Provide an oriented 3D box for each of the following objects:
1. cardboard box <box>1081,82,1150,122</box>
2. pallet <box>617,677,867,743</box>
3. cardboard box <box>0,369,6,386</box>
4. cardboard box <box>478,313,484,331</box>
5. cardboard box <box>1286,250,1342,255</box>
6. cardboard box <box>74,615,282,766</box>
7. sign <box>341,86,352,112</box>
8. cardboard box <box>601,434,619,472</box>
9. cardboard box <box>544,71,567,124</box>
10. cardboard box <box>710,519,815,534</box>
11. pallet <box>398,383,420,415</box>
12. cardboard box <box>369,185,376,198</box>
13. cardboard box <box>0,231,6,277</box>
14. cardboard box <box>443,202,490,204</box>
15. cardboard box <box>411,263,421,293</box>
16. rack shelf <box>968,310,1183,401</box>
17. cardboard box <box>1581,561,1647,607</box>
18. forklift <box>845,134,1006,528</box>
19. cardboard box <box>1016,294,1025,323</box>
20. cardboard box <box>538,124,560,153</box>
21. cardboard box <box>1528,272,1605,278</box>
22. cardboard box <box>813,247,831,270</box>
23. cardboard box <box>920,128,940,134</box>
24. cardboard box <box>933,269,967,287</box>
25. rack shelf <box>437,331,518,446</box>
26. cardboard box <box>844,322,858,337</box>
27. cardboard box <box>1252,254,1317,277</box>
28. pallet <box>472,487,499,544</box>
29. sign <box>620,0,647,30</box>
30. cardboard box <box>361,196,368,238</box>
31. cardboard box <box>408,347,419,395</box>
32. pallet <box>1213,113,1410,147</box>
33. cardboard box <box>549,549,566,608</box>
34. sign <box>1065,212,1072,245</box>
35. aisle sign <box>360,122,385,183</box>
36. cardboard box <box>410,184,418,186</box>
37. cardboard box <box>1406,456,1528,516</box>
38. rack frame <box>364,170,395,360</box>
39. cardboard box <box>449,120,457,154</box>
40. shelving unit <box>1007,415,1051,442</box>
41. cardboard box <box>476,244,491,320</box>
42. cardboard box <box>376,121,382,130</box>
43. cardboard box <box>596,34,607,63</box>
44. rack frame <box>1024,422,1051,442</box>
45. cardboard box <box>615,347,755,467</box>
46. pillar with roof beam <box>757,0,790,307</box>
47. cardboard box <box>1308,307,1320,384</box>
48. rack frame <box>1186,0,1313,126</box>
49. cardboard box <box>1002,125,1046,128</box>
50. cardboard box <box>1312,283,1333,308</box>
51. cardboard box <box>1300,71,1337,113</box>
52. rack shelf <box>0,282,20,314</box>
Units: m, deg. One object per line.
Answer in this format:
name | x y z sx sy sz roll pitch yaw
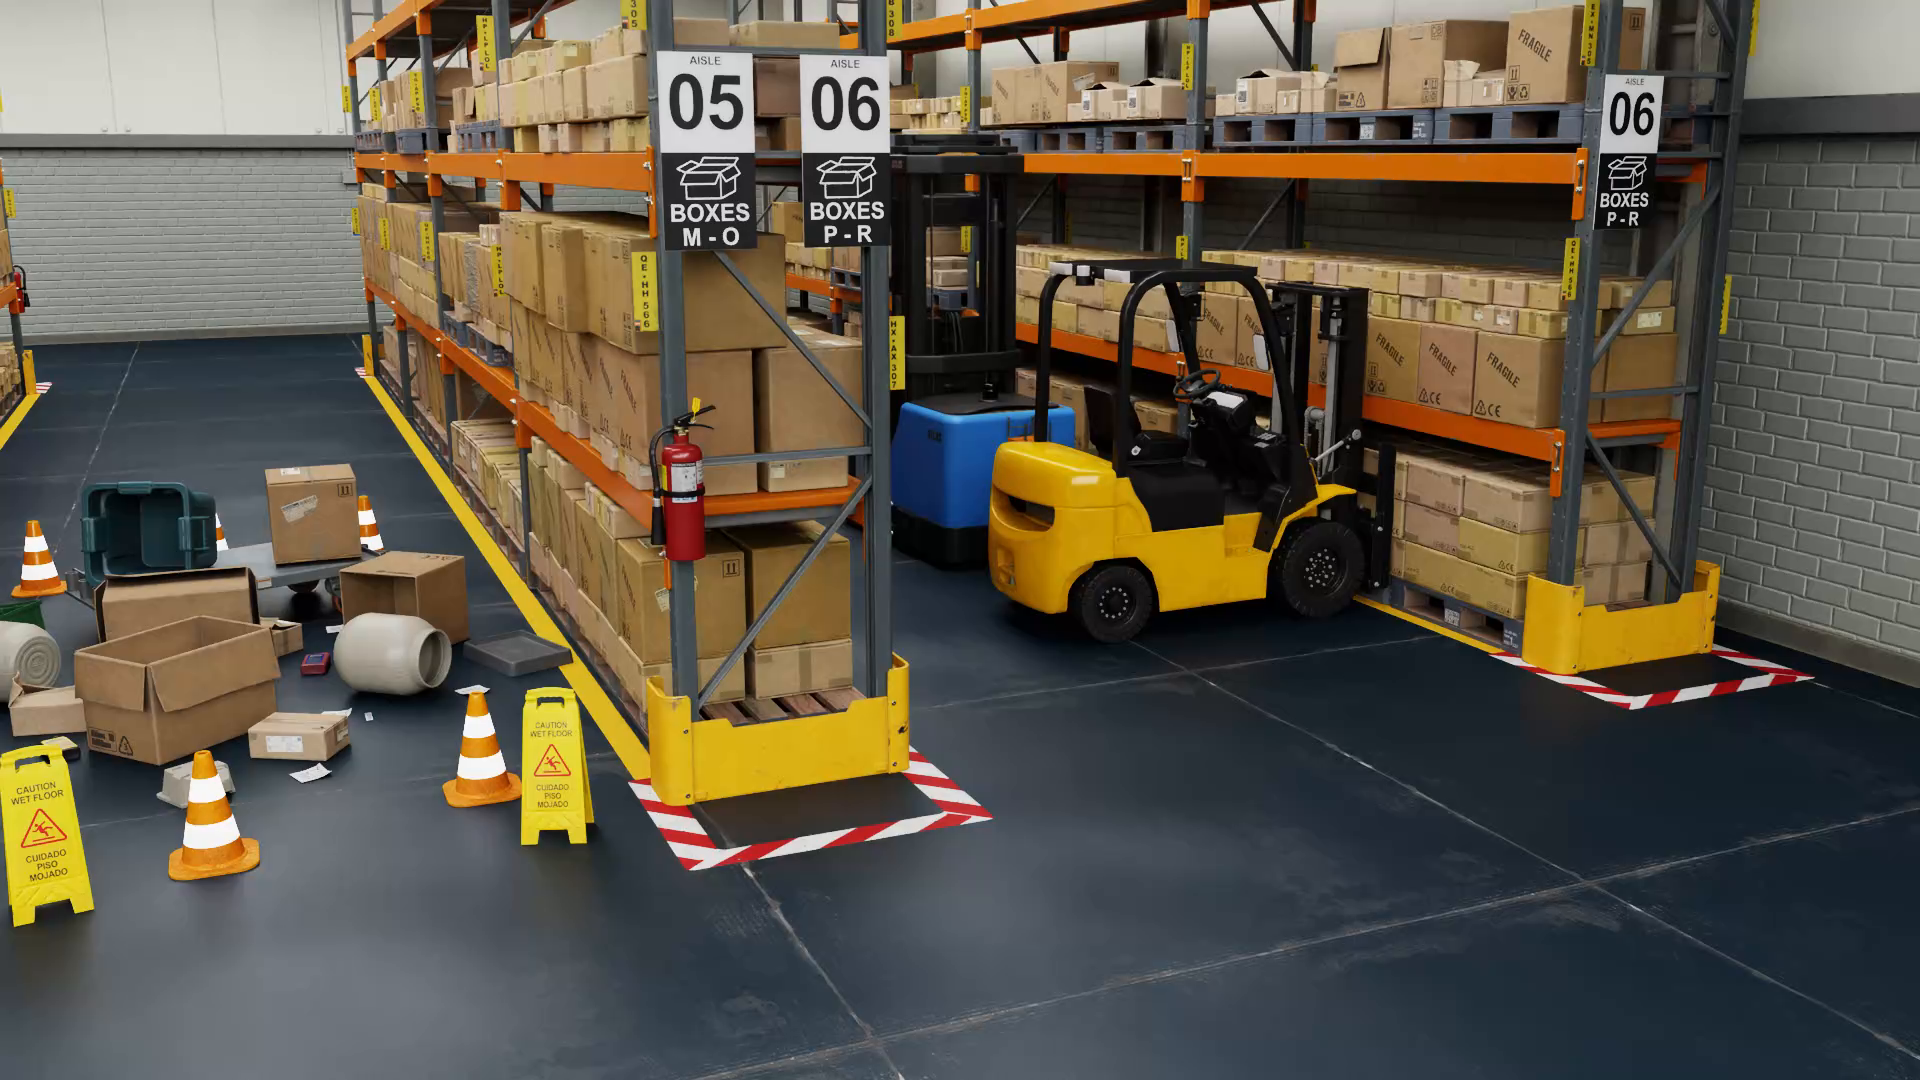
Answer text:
cardboard box | 1.334 -3.592 13.628 0.500 0.311 0.500 -6 14 -25
pallet | -1.113 0.813 8.389 1.003 0.211 1.213 -6 14 -23
cardboard box | -10.571 -1.752 18.018 0.380 0.149 0.250 -5 14 -22
cardboard box | -3.432 -1.672 12.566 0.380 0.149 0.250 -5 14 -21
cardboard box | 2.622 -2.050 12.253 0.380 0.149 0.250 -6 14 -24
cardboard box | -3.813 0.723 8.129 0.637 0.503 0.797 6 14 26
sign | -7.710 -5.541 20.893 0.100 0.325 0.005 -6 14 -23
cardboard box | -1.553 -0.442 8.184 0.380 0.149 0.250 -5 14 -22
cardboard box | -1.859 -2.288 8.625 0.500 0.250 0.500 -5 14 -22
cardboard box | -1.083 0.107 8.760 0.500 0.500 0.500 -6 14 -25
pallet | -5.830 -1.644 19.003 1.003 0.211 1.213 -6 14 -23
cardboard box | -6.728 -4.094 19.527 0.380 0.149 0.250 -6 14 -24
cardboard box | -11.077 -3.214 18.721 0.500 0.500 0.500 -6 14 -24
cardboard box | -5.188 -3.304 17.555 0.500 0.500 0.500 -5 14 -21
cardboard box | -4.854 -2.469 15.608 0.500 0.250 0.500 -6 14 -24
rack shelf | 1.353 -1.697 14.645 1.077 0.370 4.000 -6 14 -23
cardboard box | 3.739 0.208 9.985 0.500 0.250 0.500 -6 14 -23
forklift | -0.267 -1.555 12.588 1.121 2.935 3.031 -6 14 -25
cardboard box | 0.703 -2.170 15.424 0.500 0.250 0.500 -6 14 -24
cardboard box | -2.056 -2.163 8.969 0.380 0.149 0.250 -6 14 -24
cardboard box | 3.625 -1.517 9.950 0.380 0.149 0.250 -5 14 -22
cardboard box | -1.478 -3.442 20.263 0.500 0.250 0.500 -5 14 -22
cardboard box | -0.078 -4.037 16.840 0.500 0.250 0.500 -6 14 -23
cardboard box | -0.062 -2.644 16.767 0.380 0.149 0.250 -5 14 -22
rack shelf | -3.193 -1.248 12.705 1.077 0.370 4.000 -6 14 -23
cardboard box | -1.150 -2.492 19.657 0.380 0.149 0.250 -5 14 -20
cardboard box | 2.308 -1.954 11.838 0.380 0.149 0.250 -6 14 -24
pallet | -3.198 -0.240 12.938 1.003 0.211 1.213 -6 14 -23
sign | -1.306 -2.205 6.631 0.100 0.325 0.005 -6 14 -23
cardboard box | -7.054 -3.969 20.428 0.500 0.500 0.500 -6 14 -24
cardboard box | -5.750 -1.934 18.823 0.875 0.438 0.875 -6 14 -24
pallet | 2.520 -2.879 11.699 1.003 0.211 1.213 -6 14 -23
cardboard box | -2.179 0.205 9.997 0.500 0.250 0.500 -5 14 -20
sign | 1.059 -3.076 16.438 0.100 0.325 0.005 -6 14 -23
aisle sign | -7.493 -4.920 21.208 0.394 0.787 0.004 -6 14 -23
cardboard box | -6.464 -4.248 20.194 0.380 0.149 0.250 -6 14 -23
cardboard box | 3.077 -0.332 10.101 0.500 0.250 0.500 -5 14 -22
rack frame | -7.196 -3.665 21.552 0.949 2.616 0.053 -6 14 -23
cardboard box | -3.922 -3.274 13.510 0.396 0.266 0.258 -6 14 -23
shelving unit | 0.458 -0.304 11.334 0.215 1.050 0.252 -6 17 -25
cardboard box | -3.188 -1.868 11.974 0.500 0.500 0.500 -5 14 -21
cardboard box | -6.146 -4.590 18.043 0.396 0.266 0.258 -5 14 -21
cardboard box | -1.529 -2.345 7.988 0.380 0.149 0.250 -6 14 -23
rack frame | 0.511 -0.275 11.228 0.200 1.050 0.008 -6 17 -25
cardboard box | -1.260 -0.640 7.600 0.500 0.500 0.500 -6 14 -24
pillar with roof beam | -6.851 -7.286 23.893 9.100 9.000 0.400 -6 14 -23
cardboard box | 2.521 -1.357 11.359 0.500 0.500 0.500 -6 14 -24
rack frame | 2.155 -4.557 12.102 1.000 3.000 0.127 -6 14 -23
cardboard box | 0.625 -4.140 16.402 0.380 0.149 0.250 -5 14 -22
cardboard box | 2.528 -1.642 11.153 0.380 0.149 0.250 -6 14 -25
cardboard box | 2.471 -2.949 10.954 0.396 0.266 0.258 -6 14 -24
rack shelf | -10.893 -2.433 17.824 1.077 0.370 4.000 -6 14 -23
